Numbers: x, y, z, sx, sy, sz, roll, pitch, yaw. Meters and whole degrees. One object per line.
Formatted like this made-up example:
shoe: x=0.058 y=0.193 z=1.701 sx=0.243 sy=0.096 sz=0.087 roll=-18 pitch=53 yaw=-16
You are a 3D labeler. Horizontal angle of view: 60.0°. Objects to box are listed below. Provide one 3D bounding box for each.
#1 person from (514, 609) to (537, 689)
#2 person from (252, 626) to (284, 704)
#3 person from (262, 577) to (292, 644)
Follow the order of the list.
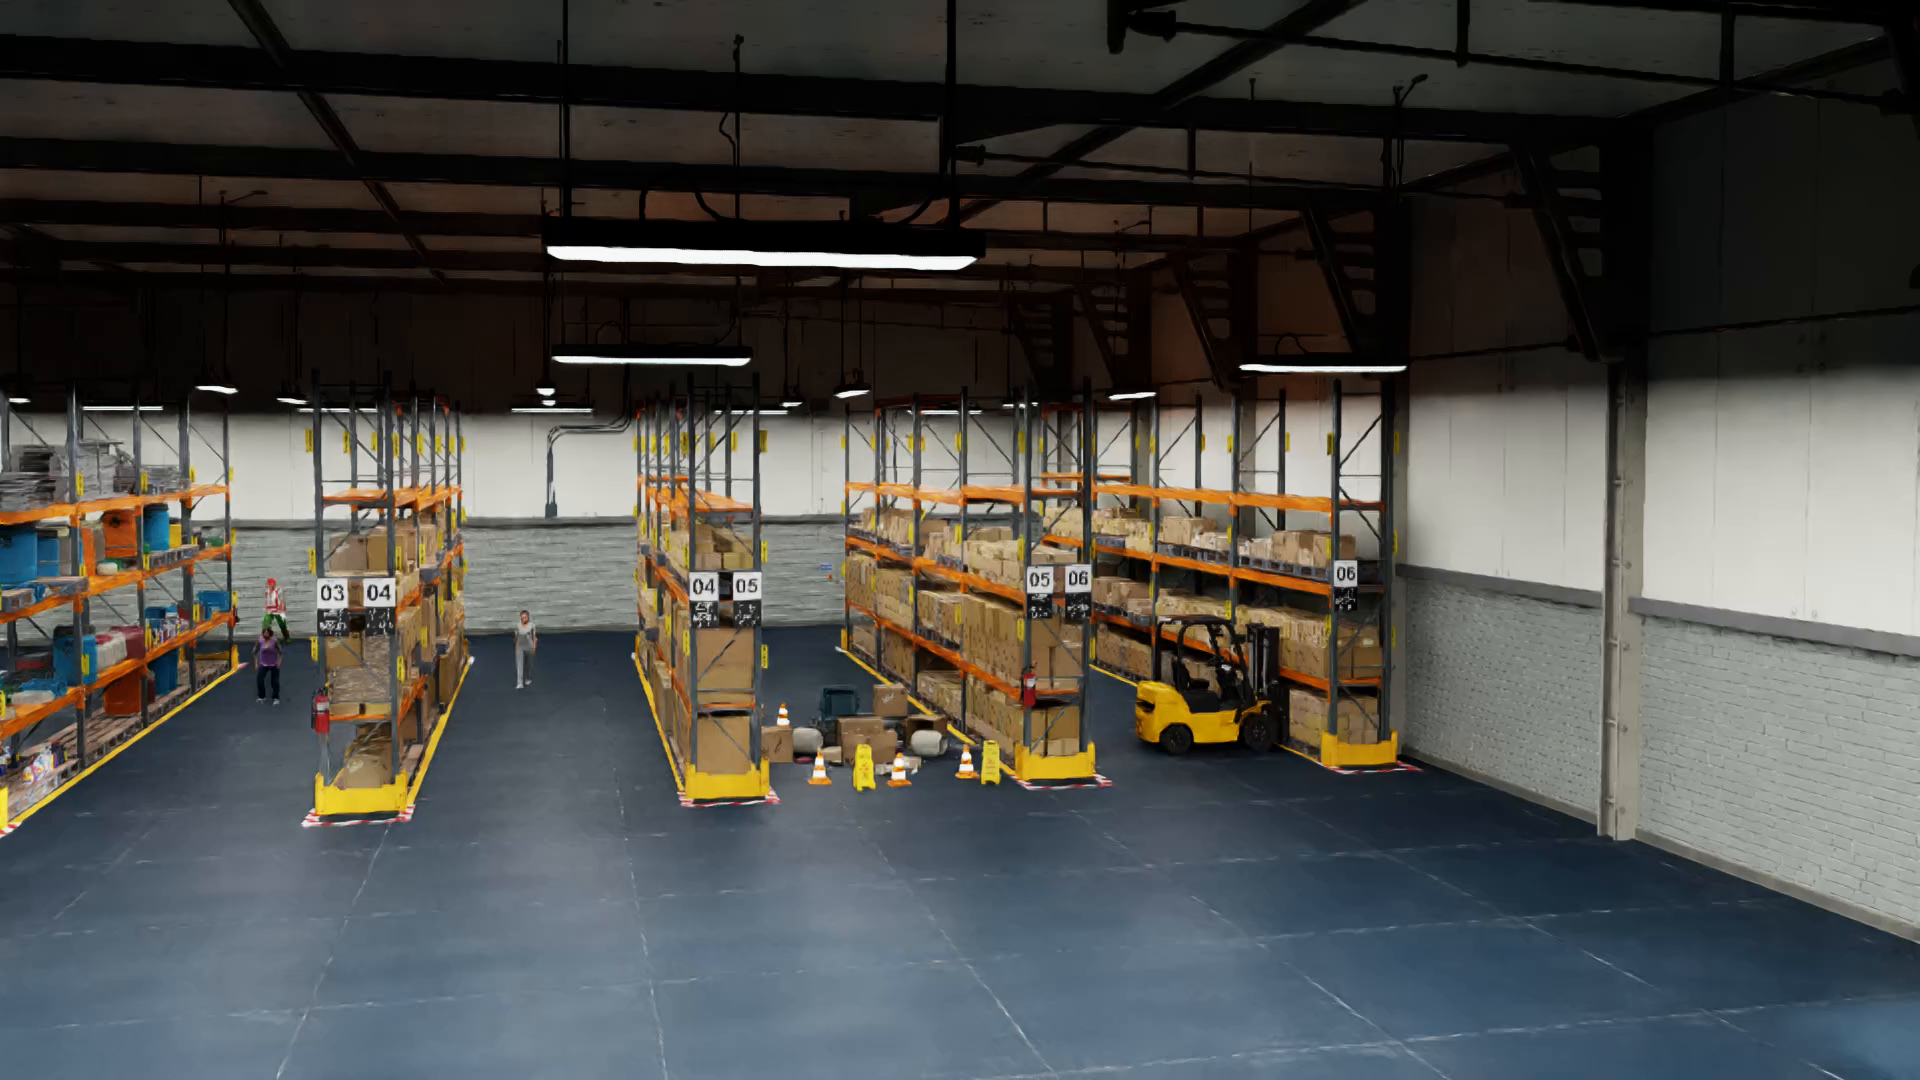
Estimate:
person: x=-8.918 y=2.215 z=34.143 sx=0.446 sy=1.589 sz=1.095 roll=-1 pitch=3 yaw=-15
person: x=-13.273 y=2.396 z=31.908 sx=0.566 sy=1.541 sz=0.519 roll=-1 pitch=3 yaw=-16
person: x=-16.881 y=1.780 z=40.958 sx=0.596 sy=1.739 sz=0.988 roll=0 pitch=3 yaw=8
